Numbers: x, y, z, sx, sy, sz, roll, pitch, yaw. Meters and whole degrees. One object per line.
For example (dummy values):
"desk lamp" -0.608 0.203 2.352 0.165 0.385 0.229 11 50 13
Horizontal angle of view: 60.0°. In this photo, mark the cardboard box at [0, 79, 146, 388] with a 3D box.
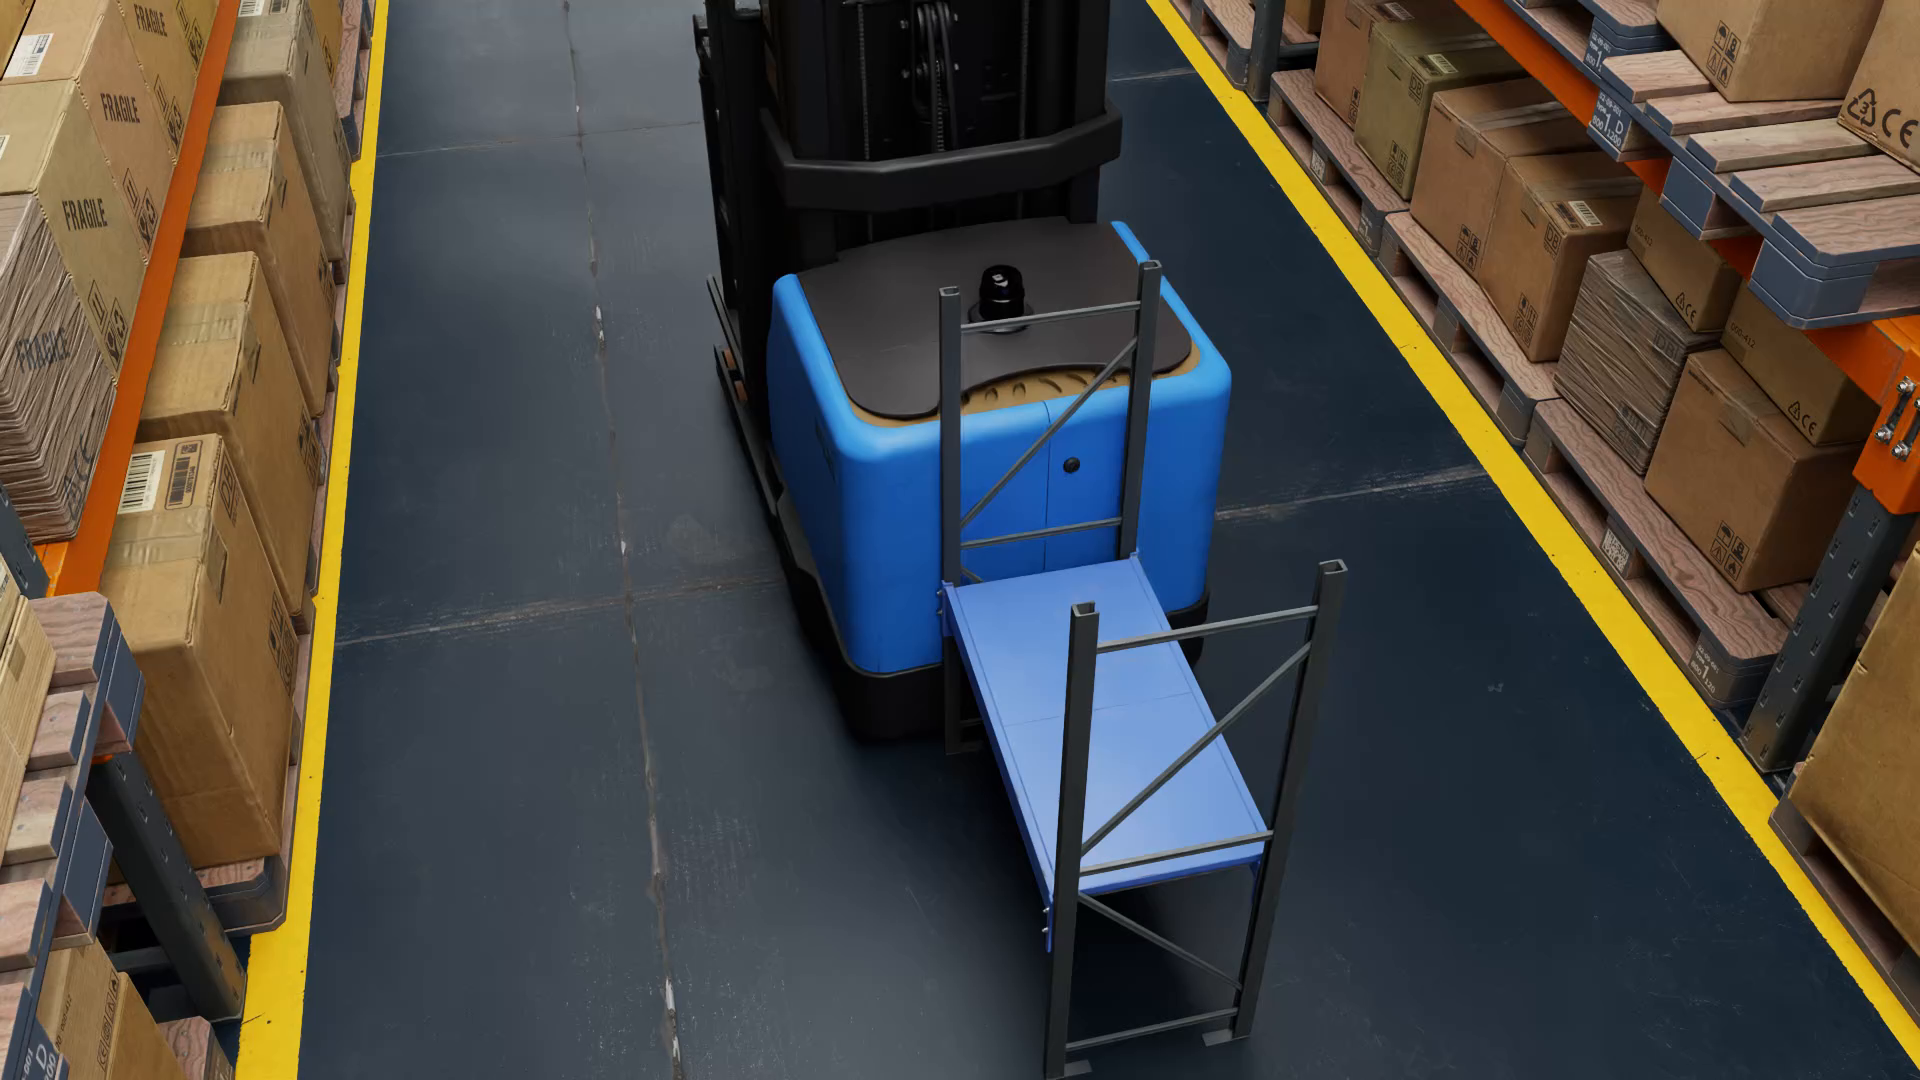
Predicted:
"cardboard box" -2.155 -0.642 3.639 0.500 0.500 0.500 -9 42 -10

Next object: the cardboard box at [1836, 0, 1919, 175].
"cardboard box" 2.500 -1.130 3.872 0.500 0.500 0.500 -13 43 -15

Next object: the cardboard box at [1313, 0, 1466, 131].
"cardboard box" 1.904 -2.013 6.809 0.700 0.500 0.500 -11 43 -13

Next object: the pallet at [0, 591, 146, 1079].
"pallet" -1.951 0.572 2.490 1.213 0.211 1.003 -8 42 -9

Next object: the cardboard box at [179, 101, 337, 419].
"cardboard box" -2.646 -0.839 5.314 1.050 0.750 0.750 -8 42 -9

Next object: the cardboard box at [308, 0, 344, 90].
"cardboard box" -3.140 -2.319 6.887 0.875 0.875 0.875 -8 42 -9

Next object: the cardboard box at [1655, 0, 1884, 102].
"cardboard box" 2.282 -1.477 4.263 0.700 0.500 0.500 -3 42 -3

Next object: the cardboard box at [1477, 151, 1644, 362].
"cardboard box" 2.230 -0.977 5.642 0.700 0.500 0.500 -5 42 -6

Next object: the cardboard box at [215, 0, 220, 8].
"cardboard box" -2.590 -1.949 5.110 0.500 0.500 0.500 -9 42 -10

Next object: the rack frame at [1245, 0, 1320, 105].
"rack frame" 1.792 -3.184 6.577 1.000 3.000 0.127 -8 42 -9

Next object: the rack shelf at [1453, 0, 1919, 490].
"rack shelf" 2.224 -1.619 5.356 1.077 0.370 4.000 -8 42 -9

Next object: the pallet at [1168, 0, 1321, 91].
"pallet" 1.613 -2.571 7.988 1.003 0.211 1.213 -8 42 -9

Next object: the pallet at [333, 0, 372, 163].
"pallet" -3.160 -2.000 7.344 1.003 0.211 1.213 -8 42 -9

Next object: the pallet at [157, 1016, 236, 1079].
"pallet" -2.042 1.604 3.284 1.003 0.211 1.213 -8 42 -9

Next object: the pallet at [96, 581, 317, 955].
"pallet" -2.306 0.575 4.443 1.003 0.211 1.213 -8 42 -9

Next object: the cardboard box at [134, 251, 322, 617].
"cardboard box" -2.445 -0.235 4.634 1.050 0.750 0.750 -8 42 -9

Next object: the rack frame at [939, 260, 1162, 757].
"rack frame" 0.200 -0.013 4.135 0.500 1.500 0.032 -9 42 -10

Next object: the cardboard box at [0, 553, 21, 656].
"cardboard box" -1.658 0.135 2.488 0.380 0.149 0.250 -8 42 -8

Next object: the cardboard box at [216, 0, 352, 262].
"cardboard box" -2.851 -1.465 6.019 1.050 0.750 0.750 -9 42 -10

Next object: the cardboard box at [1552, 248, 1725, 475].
"cardboard box" 2.359 -0.610 5.229 0.700 0.500 0.500 -12 43 -13

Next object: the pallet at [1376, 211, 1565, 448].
"pallet" 2.229 -0.844 6.042 1.003 0.211 1.213 -8 42 -9

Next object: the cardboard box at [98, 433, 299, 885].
"cardboard box" -2.253 0.331 3.996 1.050 0.750 0.750 -9 42 -10

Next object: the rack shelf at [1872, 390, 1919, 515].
"rack shelf" 3.087 0.974 2.435 1.077 0.370 4.000 -8 42 -9

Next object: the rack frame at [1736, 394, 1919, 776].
"rack frame" 2.656 -0.591 3.656 1.000 3.000 0.127 -8 42 -9

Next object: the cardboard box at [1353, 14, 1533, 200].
"cardboard box" 1.988 -1.701 6.458 0.700 0.500 0.500 -9 42 -10

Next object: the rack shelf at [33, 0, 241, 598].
"rack shelf" -2.641 -0.973 4.629 1.077 0.370 4.000 -8 42 -9

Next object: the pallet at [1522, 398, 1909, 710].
"pallet" 2.489 -0.055 5.153 1.003 0.211 1.213 -8 42 -9

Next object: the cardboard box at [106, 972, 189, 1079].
"cardboard box" -1.812 1.221 3.182 0.500 0.500 0.500 -9 42 -9

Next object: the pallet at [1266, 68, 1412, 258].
"pallet" 1.962 -1.637 6.935 1.003 0.211 1.213 -8 42 -9

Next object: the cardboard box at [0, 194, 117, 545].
"cardboard box" -2.042 -0.313 3.268 0.500 0.500 0.500 -8 42 -9

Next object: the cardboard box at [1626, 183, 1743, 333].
"cardboard box" 2.357 -0.874 4.961 0.500 0.250 0.500 -4 42 -4

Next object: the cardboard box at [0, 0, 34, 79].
"cardboard box" -2.520 -1.310 3.637 0.700 0.500 0.500 -9 42 -10

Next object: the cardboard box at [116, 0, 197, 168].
"cardboard box" -2.369 -1.292 4.371 0.500 0.500 0.500 -9 42 -10

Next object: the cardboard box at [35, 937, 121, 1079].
"cardboard box" -1.806 0.957 2.914 0.500 0.250 0.500 -9 42 -10

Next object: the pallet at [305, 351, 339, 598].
"pallet" -2.566 -0.214 5.332 1.003 0.211 1.213 -8 42 -9

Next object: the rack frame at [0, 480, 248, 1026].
"rack frame" -2.209 0.054 2.930 1.000 3.000 0.127 -8 42 -9

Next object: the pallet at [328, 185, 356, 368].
"pallet" -2.832 -1.007 6.225 1.003 0.211 1.213 -8 42 -9

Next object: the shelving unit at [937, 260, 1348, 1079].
"shelving unit" 0.319 0.315 3.765 0.538 1.500 1.048 -9 42 -10

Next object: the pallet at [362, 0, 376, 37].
"pallet" -3.427 -2.792 8.237 1.003 0.211 1.213 -8 42 -9

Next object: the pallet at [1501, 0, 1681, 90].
"pallet" 2.188 -1.797 5.159 1.003 0.211 1.213 -8 42 -9

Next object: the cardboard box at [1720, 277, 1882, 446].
"cardboard box" 2.482 -0.531 4.576 0.500 0.250 0.500 -7 42 -8

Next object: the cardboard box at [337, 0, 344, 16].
"cardboard box" -3.338 -2.903 7.545 0.875 0.875 0.875 -8 42 -9

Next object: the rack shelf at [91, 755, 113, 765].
"rack shelf" -1.777 1.619 1.708 1.077 0.370 4.000 -8 42 -9

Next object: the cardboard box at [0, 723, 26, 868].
"cardboard box" -1.602 0.406 2.406 0.380 0.149 0.250 -8 42 -9

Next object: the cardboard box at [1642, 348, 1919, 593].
"cardboard box" 2.492 -0.252 4.826 0.700 0.500 0.500 -10 43 -12

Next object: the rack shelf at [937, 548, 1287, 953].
"rack shelf" 0.319 0.450 3.885 0.538 0.185 1.000 -9 42 -10

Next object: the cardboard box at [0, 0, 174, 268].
"cardboard box" -2.263 -0.969 4.007 0.500 0.500 0.500 -8 42 -9

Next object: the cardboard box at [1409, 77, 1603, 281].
"cardboard box" 2.110 -1.338 6.049 0.700 0.500 0.500 -12 43 -13

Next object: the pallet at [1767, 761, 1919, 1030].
"pallet" 2.752 0.974 3.994 1.003 0.211 1.213 -8 42 -9

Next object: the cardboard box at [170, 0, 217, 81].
"cardboard box" -2.481 -1.621 4.741 0.500 0.500 0.500 -8 42 -9

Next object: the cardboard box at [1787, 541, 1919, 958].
"cardboard box" 2.784 0.497 3.715 1.225 0.875 0.875 -10 43 -11

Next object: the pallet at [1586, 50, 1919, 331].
"pallet" 2.398 -0.966 4.223 1.213 0.211 1.003 -8 42 -9

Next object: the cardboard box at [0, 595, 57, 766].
"cardboard box" -1.654 0.245 2.588 0.380 0.149 0.250 -8 42 -9

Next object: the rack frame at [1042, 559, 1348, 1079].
"rack frame" 0.438 0.643 3.396 0.500 1.500 0.032 -9 42 -10

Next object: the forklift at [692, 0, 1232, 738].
"forklift" -0.221 -1.548 4.786 1.130 2.935 3.031 -11 43 -13

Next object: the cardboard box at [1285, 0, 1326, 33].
"cardboard box" 1.745 -2.671 7.566 0.500 0.500 0.500 -10 42 -11
